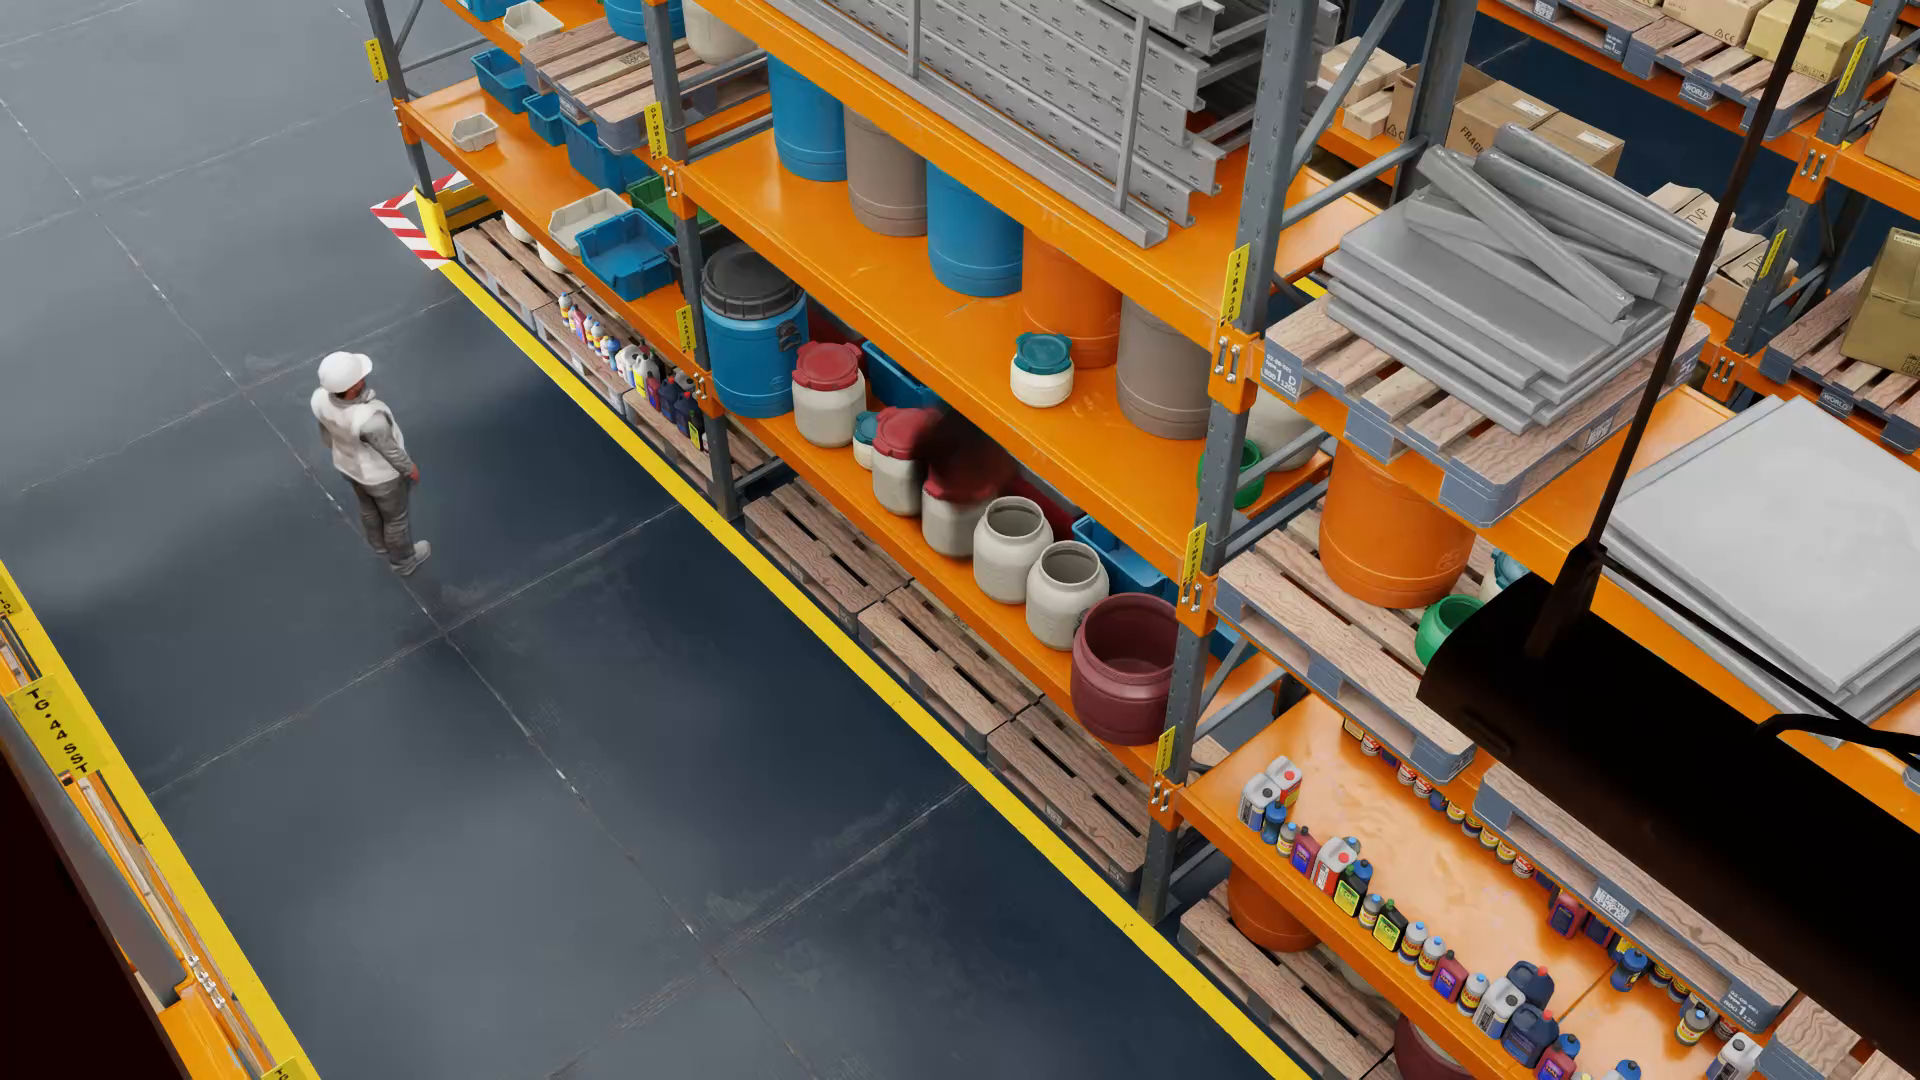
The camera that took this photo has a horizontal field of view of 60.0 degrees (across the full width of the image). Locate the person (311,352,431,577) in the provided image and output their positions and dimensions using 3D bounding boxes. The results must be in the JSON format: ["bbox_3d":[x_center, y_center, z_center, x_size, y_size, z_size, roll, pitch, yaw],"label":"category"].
[{"bbox_3d":[-3.460,-0.456,9.806,0.640,1.807,0.398,26,52,22],"label":"person"}]
